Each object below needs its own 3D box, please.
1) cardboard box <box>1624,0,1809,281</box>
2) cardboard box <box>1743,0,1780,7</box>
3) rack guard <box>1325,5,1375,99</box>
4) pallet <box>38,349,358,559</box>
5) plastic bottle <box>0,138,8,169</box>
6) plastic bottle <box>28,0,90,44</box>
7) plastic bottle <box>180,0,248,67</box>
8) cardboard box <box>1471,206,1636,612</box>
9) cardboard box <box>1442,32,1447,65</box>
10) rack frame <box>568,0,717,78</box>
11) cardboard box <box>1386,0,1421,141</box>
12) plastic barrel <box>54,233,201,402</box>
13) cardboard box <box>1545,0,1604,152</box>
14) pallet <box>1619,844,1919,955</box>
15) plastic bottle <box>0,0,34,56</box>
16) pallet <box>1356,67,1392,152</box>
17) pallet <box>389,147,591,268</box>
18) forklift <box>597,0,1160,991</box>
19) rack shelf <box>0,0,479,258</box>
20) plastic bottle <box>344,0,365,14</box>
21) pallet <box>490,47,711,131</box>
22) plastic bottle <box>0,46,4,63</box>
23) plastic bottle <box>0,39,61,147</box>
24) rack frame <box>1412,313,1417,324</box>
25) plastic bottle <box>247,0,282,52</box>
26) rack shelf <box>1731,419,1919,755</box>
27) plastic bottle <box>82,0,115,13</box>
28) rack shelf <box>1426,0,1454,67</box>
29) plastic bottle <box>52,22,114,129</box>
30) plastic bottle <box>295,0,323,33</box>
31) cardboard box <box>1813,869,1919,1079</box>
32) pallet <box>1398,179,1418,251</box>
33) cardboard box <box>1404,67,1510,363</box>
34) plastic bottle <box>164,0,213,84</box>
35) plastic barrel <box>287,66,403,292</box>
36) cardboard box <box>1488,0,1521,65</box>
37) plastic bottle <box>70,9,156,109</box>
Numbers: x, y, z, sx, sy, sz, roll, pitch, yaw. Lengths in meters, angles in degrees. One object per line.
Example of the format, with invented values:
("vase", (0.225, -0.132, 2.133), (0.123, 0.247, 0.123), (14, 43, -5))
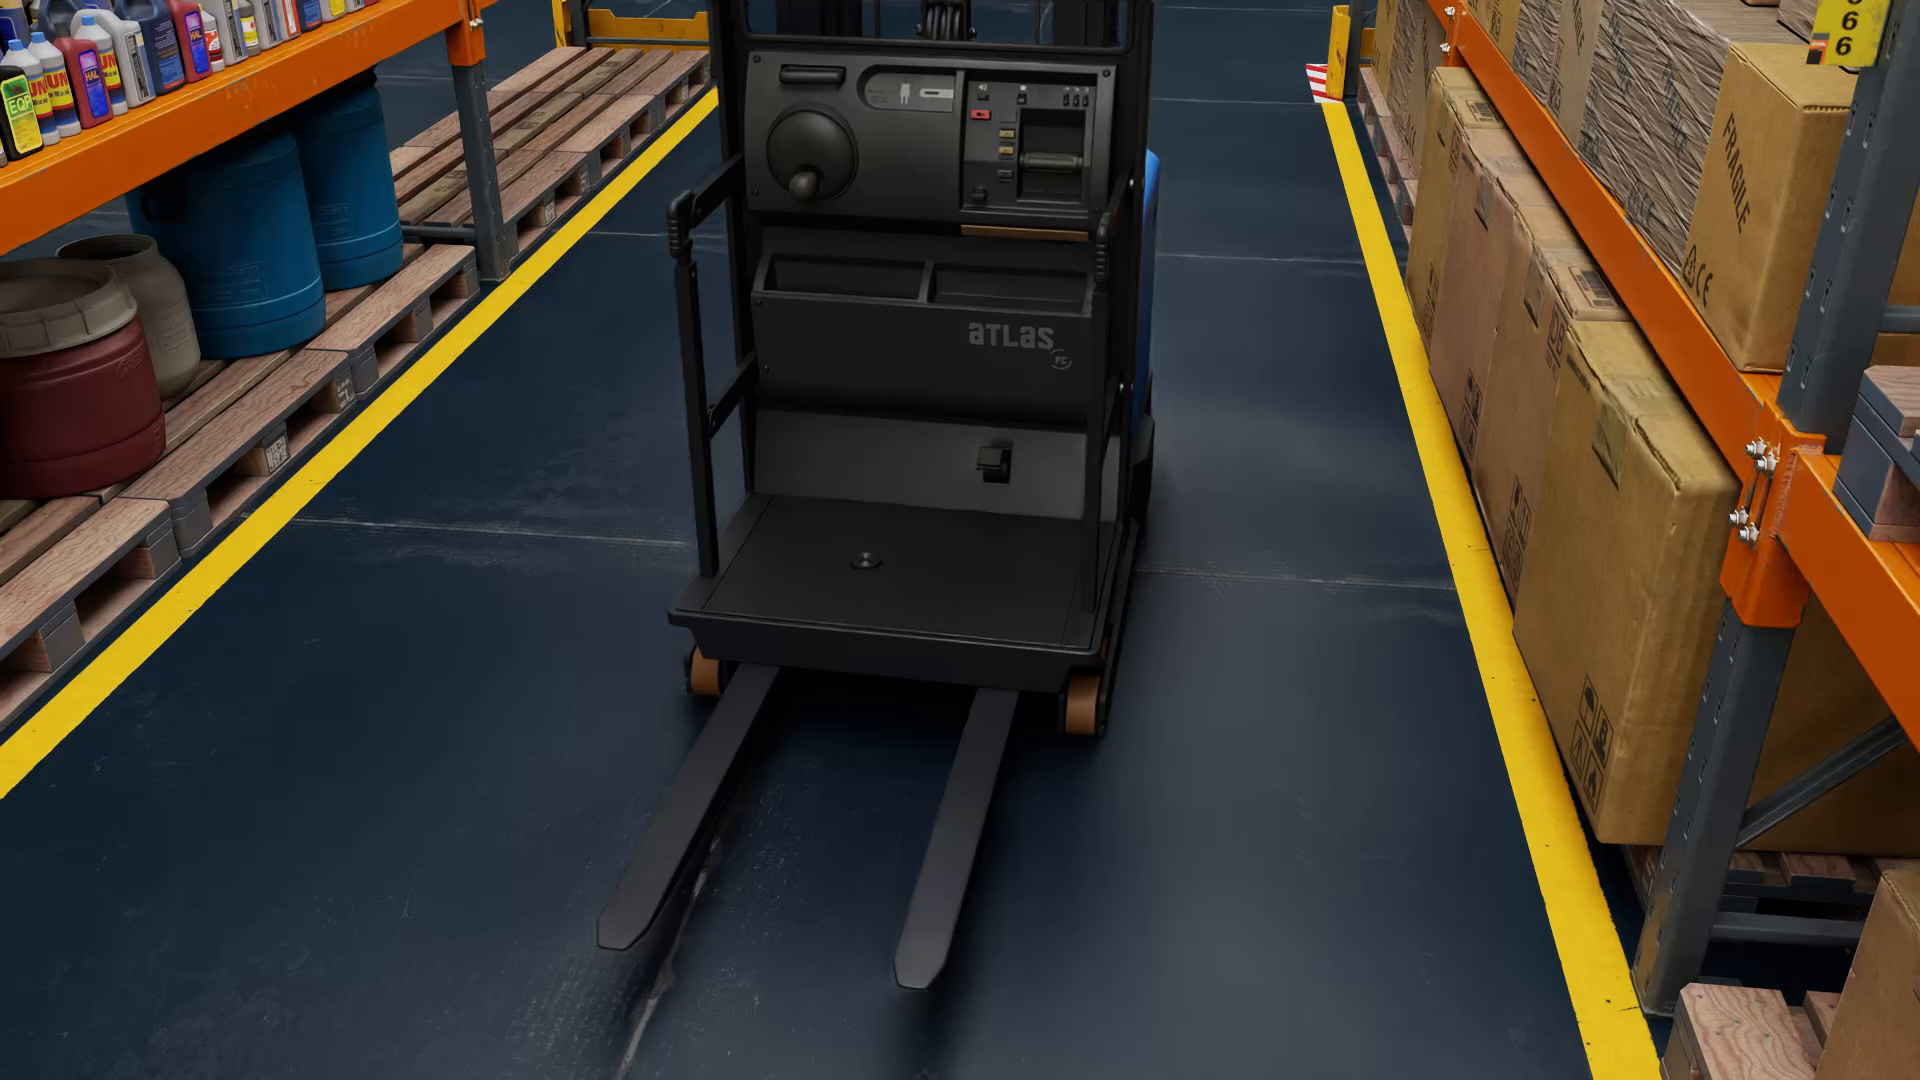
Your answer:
("cardboard box", (1.792, -0.862, 3.581), (0.500, 0.500, 0.500), (3, 28, 6))
("cardboard box", (2.099, -1.472, 3.657), (0.797, 0.503, 0.637), (4, 29, 7))
("rack guard", (2.894, -3.013, 10.316), (1.175, 0.500, 0.348), (3, 28, 6))
("pallet", (-2.798, -0.343, 5.664), (1.003, 0.211, 1.213), (3, 28, 6))
("plastic bottle", (-2.517, -1.055, 4.256), (0.097, 0.201, 0.097), (0, 28, 0))
("plastic bottle", (-2.605, -1.461, 4.851), (0.144, 0.351, 0.185), (3, 28, 6))
("plastic bottle", (-2.394, -1.667, 5.312), (0.152, 0.276, 0.135), (3, 28, 6))
("cardboard box", (2.133, -0.329, 4.495), (1.225, 0.875, 0.875), (3, 29, 6))
("cardboard box", (2.561, -1.775, 7.180), (0.875, 0.875, 0.875), (3, 28, 6))
("rack frame", (-2.025, -4.390, 10.236), (1.000, 3.000, 0.127), (3, 28, 6))
("cardboard box", (2.780, -2.618, 8.744), (0.875, 0.875, 0.875), (3, 28, 6))
("plastic barrel", (-2.843, -0.748, 5.656), (0.421, 0.512, 0.421), (0, 28, 0))
("cardboard box", (1.916, -1.346, 4.480), (0.500, 0.500, 0.500), (4, 29, 7))
("pallet", (2.082, 0.524, 4.054), (1.003, 0.211, 1.213), (3, 28, 6))
("plastic bottle", (-3.092, -1.712, 5.396), (0.152, 0.276, 0.135), (3, 28, 6))
("pallet", (2.870, -2.494, 9.656), (1.003, 0.211, 1.213), (3, 28, 6))
("pallet", (-2.463, -1.628, 8.049), (1.003, 0.211, 1.213), (3, 28, 6))
("forklift", (-0.118, -0.969, 3.958), (1.130, 2.935, 3.031), (5, 29, 9))
("rack shelf", (-2.760, -1.249, 5.165), (1.077, 0.370, 4.000), (3, 28, 6))
("plastic bottle", (-2.287, -2.076, 6.072), (0.152, 0.276, 0.135), (3, 28, 6))
("pallet", (-2.164, -2.777, 10.181), (1.003, 0.211, 1.213), (3, 28, 6))
("plastic bottle", (-3.014, -1.557, 5.113), (0.097, 0.271, 0.097), (0, 28, 0))
("plastic bottle", (-2.489, -1.195, 4.441), (0.097, 0.271, 0.097), (0, 28, 0))
("rack frame", (2.401, -2.219, 6.207), (1.000, 3.000, 0.127), (3, 28, 6))
("plastic bottle", (-2.366, -1.776, 5.514), (0.152, 0.276, 0.135), (3, 28, 6))
("rack shelf", (1.665, 0.922, 1.135), (1.077, 0.370, 4.000), (3, 28, 6))
("plastic bottle", (-2.912, -1.812, 5.582), (0.152, 0.276, 0.135), (3, 28, 6))
("rack shelf", (2.646, -2.844, 8.125), (1.077, 0.370, 4.000), (3, 28, 6))
("plastic bottle", (-2.444, -1.299, 4.622), (0.061, 0.283, 0.133), (3, 28, 6))
("plastic bottle", (-2.326, -1.947, 5.753), (0.144, 0.351, 0.185), (3, 28, 6))
("cardboard box", (1.848, 0.887, 2.613), (0.700, 0.500, 0.500), (2, 28, 4))
("pallet", (2.571, -1.345, 7.524), (1.003, 0.211, 1.213), (3, 28, 6))
("cardboard box", (2.342, -1.167, 6.050), (1.225, 0.875, 0.875), (3, 29, 6))
("plastic bottle", (-2.377, -1.558, 5.103), (0.061, 0.283, 0.133), (3, 28, 6))
("plastic barrel", (-2.599, -1.513, 6.666), (0.600, 0.901, 0.708), (3, 28, 6))
("cardboard box", (2.035, -1.825, 5.369), (0.500, 0.500, 0.500), (3, 28, 6))
("plastic bottle", (-2.461, -1.408, 4.831), (0.152, 0.276, 0.135), (3, 28, 6))
